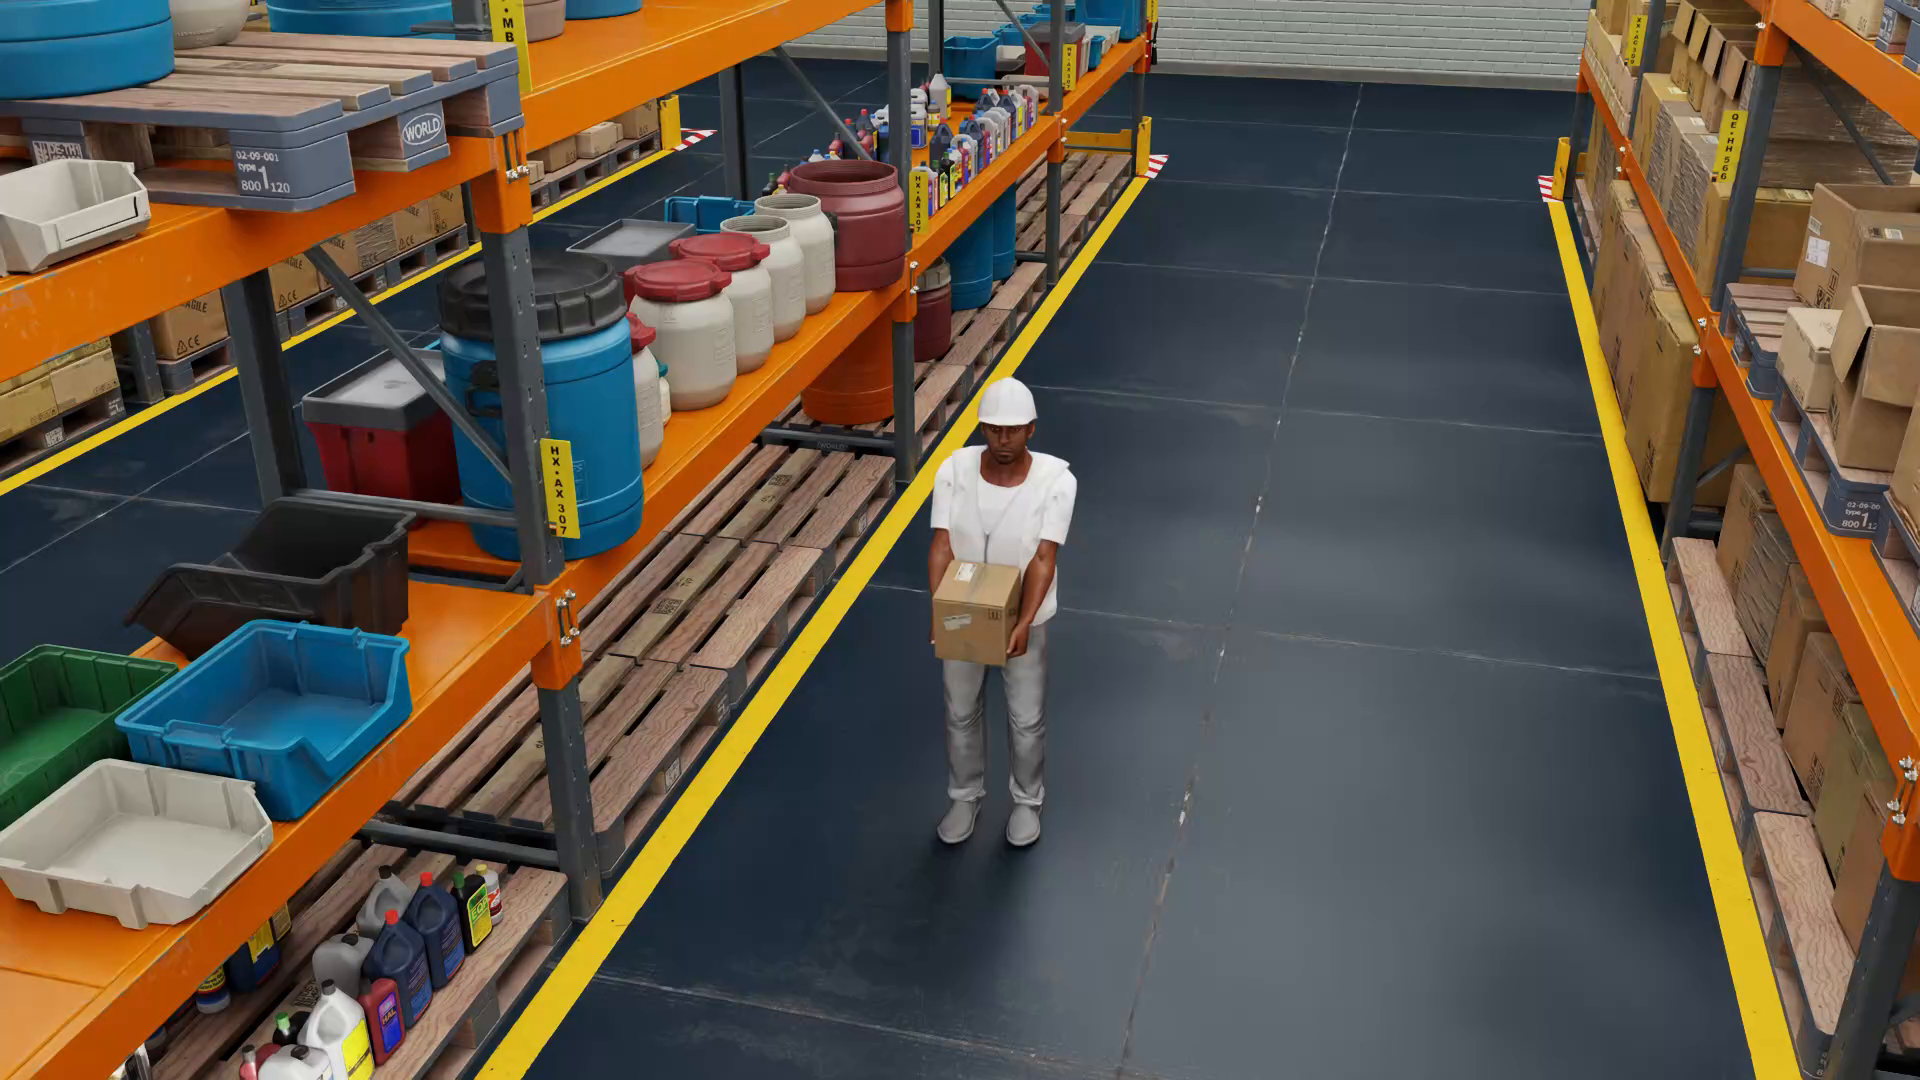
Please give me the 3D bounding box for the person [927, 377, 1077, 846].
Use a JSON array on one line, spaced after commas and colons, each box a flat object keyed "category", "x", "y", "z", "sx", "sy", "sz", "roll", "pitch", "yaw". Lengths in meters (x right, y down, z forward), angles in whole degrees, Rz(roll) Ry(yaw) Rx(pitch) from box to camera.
[{"category": "person", "x": 0.121, "y": 0.308, "z": 5.929, "sx": 0.505, "sy": 1.762, "sz": 0.571, "roll": 6, "pitch": 26, "yaw": 13}]
